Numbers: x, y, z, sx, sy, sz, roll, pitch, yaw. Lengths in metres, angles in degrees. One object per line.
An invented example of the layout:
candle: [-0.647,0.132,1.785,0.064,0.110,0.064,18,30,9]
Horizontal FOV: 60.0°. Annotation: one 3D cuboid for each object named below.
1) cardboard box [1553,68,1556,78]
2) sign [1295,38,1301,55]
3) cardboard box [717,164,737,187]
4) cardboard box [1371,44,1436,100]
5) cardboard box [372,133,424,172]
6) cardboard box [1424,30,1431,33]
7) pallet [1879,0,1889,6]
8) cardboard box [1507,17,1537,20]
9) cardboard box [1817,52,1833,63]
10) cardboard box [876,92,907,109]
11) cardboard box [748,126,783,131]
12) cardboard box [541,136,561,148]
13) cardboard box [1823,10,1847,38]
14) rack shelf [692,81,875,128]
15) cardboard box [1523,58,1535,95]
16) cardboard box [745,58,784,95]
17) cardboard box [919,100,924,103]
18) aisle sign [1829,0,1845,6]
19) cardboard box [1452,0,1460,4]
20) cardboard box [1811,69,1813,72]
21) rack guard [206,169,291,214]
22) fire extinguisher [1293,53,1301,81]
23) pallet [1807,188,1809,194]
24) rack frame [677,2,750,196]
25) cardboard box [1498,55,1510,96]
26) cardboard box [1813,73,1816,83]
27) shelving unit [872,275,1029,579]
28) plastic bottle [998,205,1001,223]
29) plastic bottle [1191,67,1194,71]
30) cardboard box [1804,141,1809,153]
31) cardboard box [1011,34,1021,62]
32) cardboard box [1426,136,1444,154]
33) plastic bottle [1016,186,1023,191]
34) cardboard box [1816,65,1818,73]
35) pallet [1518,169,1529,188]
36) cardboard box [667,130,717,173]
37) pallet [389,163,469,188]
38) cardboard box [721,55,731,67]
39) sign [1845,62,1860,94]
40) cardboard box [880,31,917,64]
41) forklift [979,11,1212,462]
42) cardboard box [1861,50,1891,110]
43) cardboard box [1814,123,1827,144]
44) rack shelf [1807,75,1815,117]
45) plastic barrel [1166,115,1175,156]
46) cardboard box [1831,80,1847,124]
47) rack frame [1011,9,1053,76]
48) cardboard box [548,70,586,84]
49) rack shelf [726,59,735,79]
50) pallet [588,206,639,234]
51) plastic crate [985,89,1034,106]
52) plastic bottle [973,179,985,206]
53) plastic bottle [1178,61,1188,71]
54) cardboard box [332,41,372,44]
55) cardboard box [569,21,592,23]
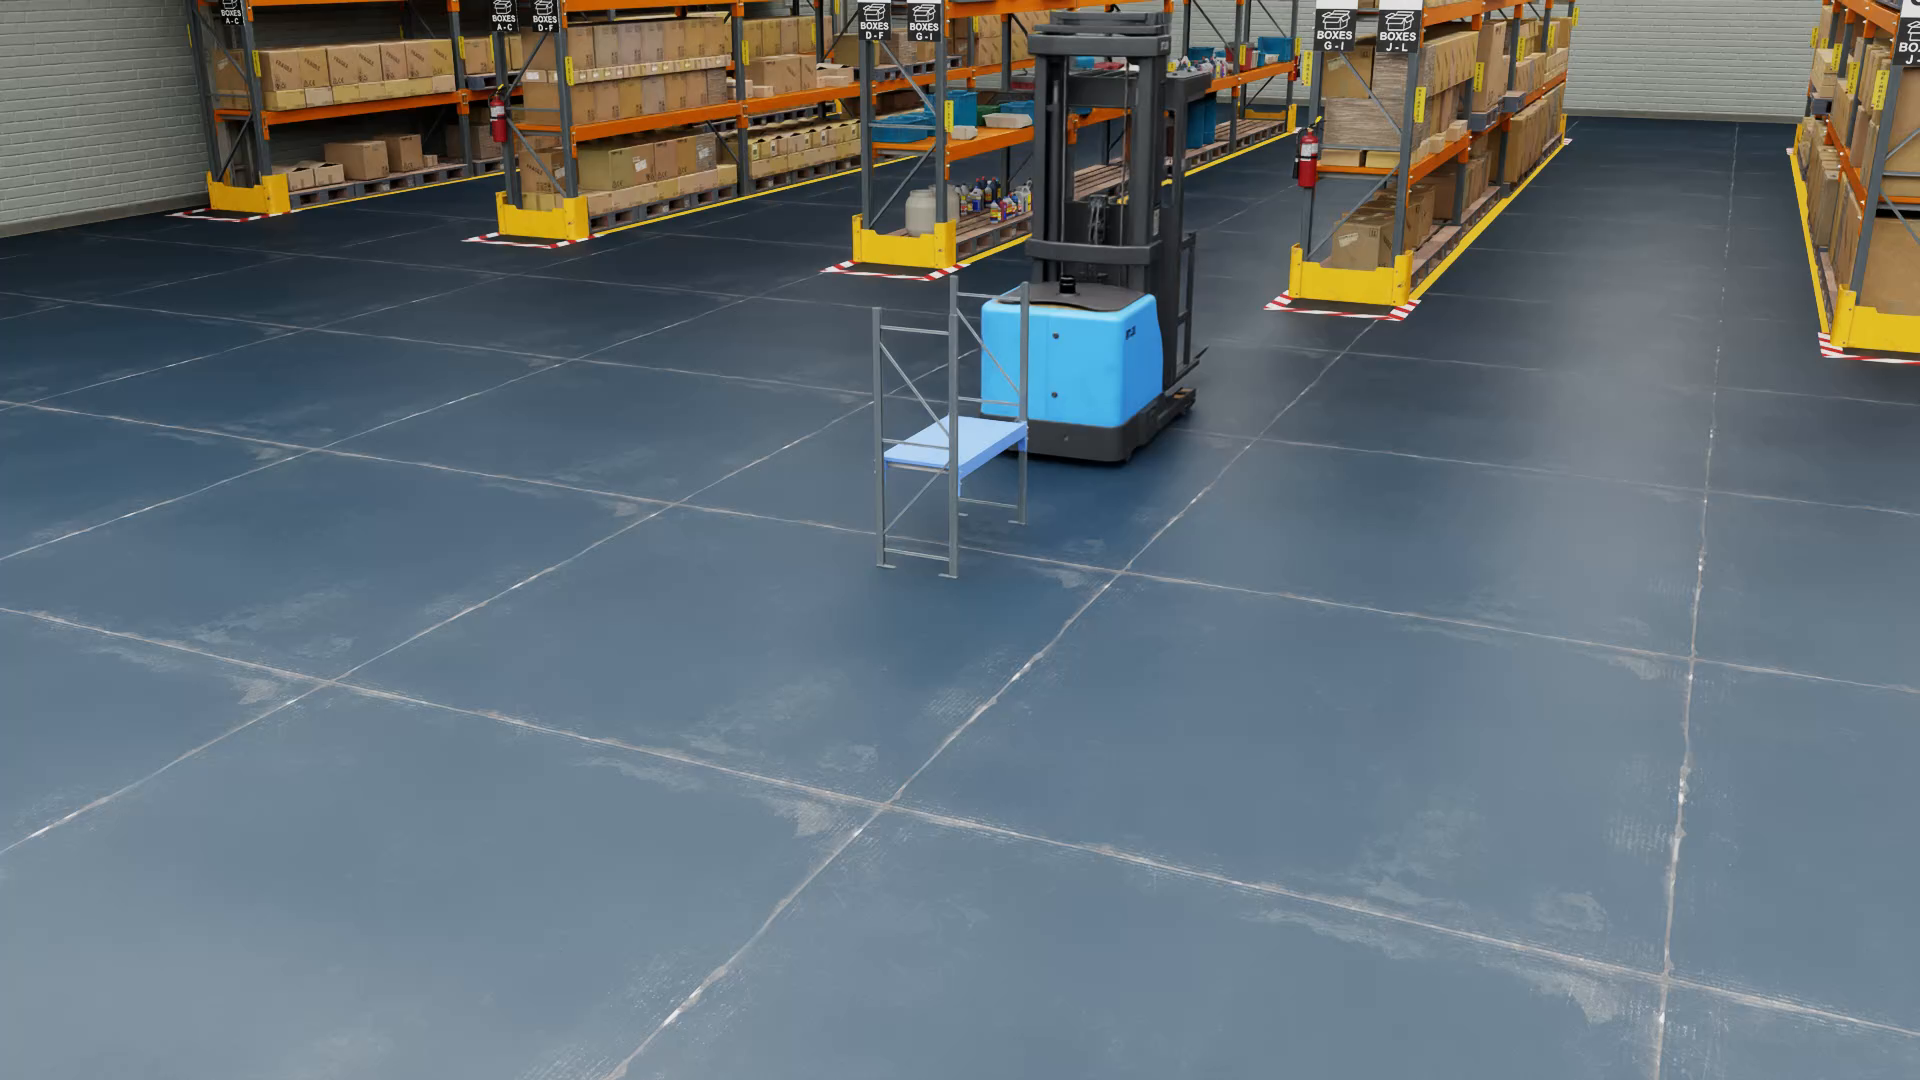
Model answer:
cardboard box: [9.769,-7.825,27.870,0.380,0.149,0.250,9,21,23]
sign: [6.442,-9.411,31.712,0.100,0.325,0.005,9,21,23]
cardboard box: [-3.488,-5.148,23.444,0.500,0.250,0.500,9,21,23]
cardboard box: [4.374,-4.623,16.407,0.500,0.500,0.500,9,21,23]
cardboard box: [-8.407,-5.803,24.882,0.500,0.500,0.500,7,21,19]
cardboard box: [5.122,-5.612,19.188,0.500,0.500,0.500,9,21,23]
pallet: [9.176,-5.097,15.479,1.003,0.211,1.213,9,21,23]
cardboard box: [9.805,-8.885,29.138,0.500,0.500,0.500,8,21,21]
cardboard box: [12.292,-6.775,23.403,0.380,0.149,0.250,8,21,22]
cardboard box: [-1.257,-7.672,29.020,0.500,0.250,0.500,8,21,22]
cardboard box: [-2.971,-6.212,25.600,0.500,0.311,0.500,8,21,22]
cardboard box: [-7.123,-6.824,27.753,0.700,0.500,0.500,8,21,22]
cardboard box: [13.450,-7.789,25.308,0.500,0.500,0.500,8,21,21]
rack shelf: [-2.679,-6.690,25.376,1.077,0.370,4.000,9,21,23]
cardboard box: [8.246,-6.906,24.761,0.500,0.500,0.500,9,21,23]
cardboard box: [-2.953,-6.858,24.627,0.500,0.500,0.500,10,22,27]
cardboard box: [-0.642,-7.778,30.437,0.500,0.500,0.500,8,21,20]
aisle sign: [14.692,-9.302,27.769,0.394,0.787,0.004,9,21,23]
cardboard box: [4.954,-5.758,17.429,0.500,0.250,0.500,9,22,24]
cardboard box: [14.504,-7.841,27.916,0.380,0.149,0.250,8,21,22]
rack guard: [-9.626,-4.719,22.491,1.175,0.500,0.348,9,21,23]
fire extinguisher: [6.410,-9.176,31.967,0.296,0.674,0.183,9,21,23]
pallet: [12.482,-4.865,23.332,1.003,0.211,1.213,9,21,23]
rack frame: [-3.498,-6.417,23.537,1.000,3.000,0.127,9,21,23]
cardboard box: [6.854,-6.170,22.064,0.700,0.500,0.500,12,23,31]
cardboard box: [12.399,-6.575,23.729,0.380,0.149,0.250,9,21,23]
shelving unit: [-0.035,-0.681,9.644,0.538,1.500,1.048,9,21,23]
plastic bottle: [0.451,-3.946,20.106,0.097,0.201,0.097,0,20,0]
plastic bottle: [3.675,-7.371,26.411,0.097,0.271,0.097,0,20,0]
cardboard box: [13.330,-6.094,25.813,0.380,0.149,0.250,8,21,21]
cardboard box: [0.856,-9.494,32.038,0.500,0.500,0.500,8,21,22]
cardboard box: [4.937,-4.215,17.720,0.380,0.149,0.250,9,21,23]
plastic bottle: [0.795,-4.378,21.211,0.152,0.276,0.135,9,21,23]
cardboard box: [12.293,-6.632,23.446,0.380,0.149,0.250,9,22,25]
pallet: [8.069,-5.568,25.310,1.003,0.211,1.213,9,21,23]
cardboard box: [-3.704,-5.350,22.893,0.500,0.500,0.500,9,21,23]
pallet: [-8.261,-5.572,25.321,1.003,0.211,1.213,9,21,23]
cardboard box: [-3.414,-6.657,23.095,0.380,0.149,0.250,9,21,23]
sign: [9.523,-4.925,17.731,0.100,0.325,0.005,9,21,23]
cardboard box: [-1.156,-8.346,28.185,0.700,0.500,0.500,13,23,33]
forklift: [1.167,-2.366,12.248,1.130,2.935,3.031,8,21,21]
cardboard box: [9.374,-4.486,16.272,0.875,0.550,0.550,9,21,23]
cardboard box: [12.538,-5.812,23.818,0.500,0.250,0.500,9,22,24]
rack shelf: [14.117,-7.063,26.427,1.077,0.370,4.000,9,21,23]
plastic barrel: [3.305,-6.518,26.792,0.600,0.588,0.708,9,21,23]
cardboard box: [11.024,-5.359,20.412,0.500,0.500,0.500,8,21,22]
rack frame: [1.416,-10.086,33.852,1.000,3.000,0.127,9,21,23]
cardboard box: [-4.779,-5.638,20.227,0.380,0.149,0.250,8,21,22]
rack shelf: [-5.562,-8.591,30.723,1.077,0.370,4.000,9,21,23]
pallet: [-4.861,-4.120,21.239,1.003,0.211,1.213,9,21,23]
plastic crate: [0.689,-5.565,21.232,0.767,0.338,0.504,9,21,23]
plastic bottle: [0.233,-4.448,21.296,0.144,0.351,0.185,8,21,20]
plastic bottle: [3.573,-7.476,26.587,0.144,0.351,0.185,9,21,23]
cardboard box: [-8.826,-6.964,24.148,0.500,0.500,0.500,9,22,24]
cardboard box: [-6.495,-8.769,28.376,0.380,0.149,0.250,6,20,16]
